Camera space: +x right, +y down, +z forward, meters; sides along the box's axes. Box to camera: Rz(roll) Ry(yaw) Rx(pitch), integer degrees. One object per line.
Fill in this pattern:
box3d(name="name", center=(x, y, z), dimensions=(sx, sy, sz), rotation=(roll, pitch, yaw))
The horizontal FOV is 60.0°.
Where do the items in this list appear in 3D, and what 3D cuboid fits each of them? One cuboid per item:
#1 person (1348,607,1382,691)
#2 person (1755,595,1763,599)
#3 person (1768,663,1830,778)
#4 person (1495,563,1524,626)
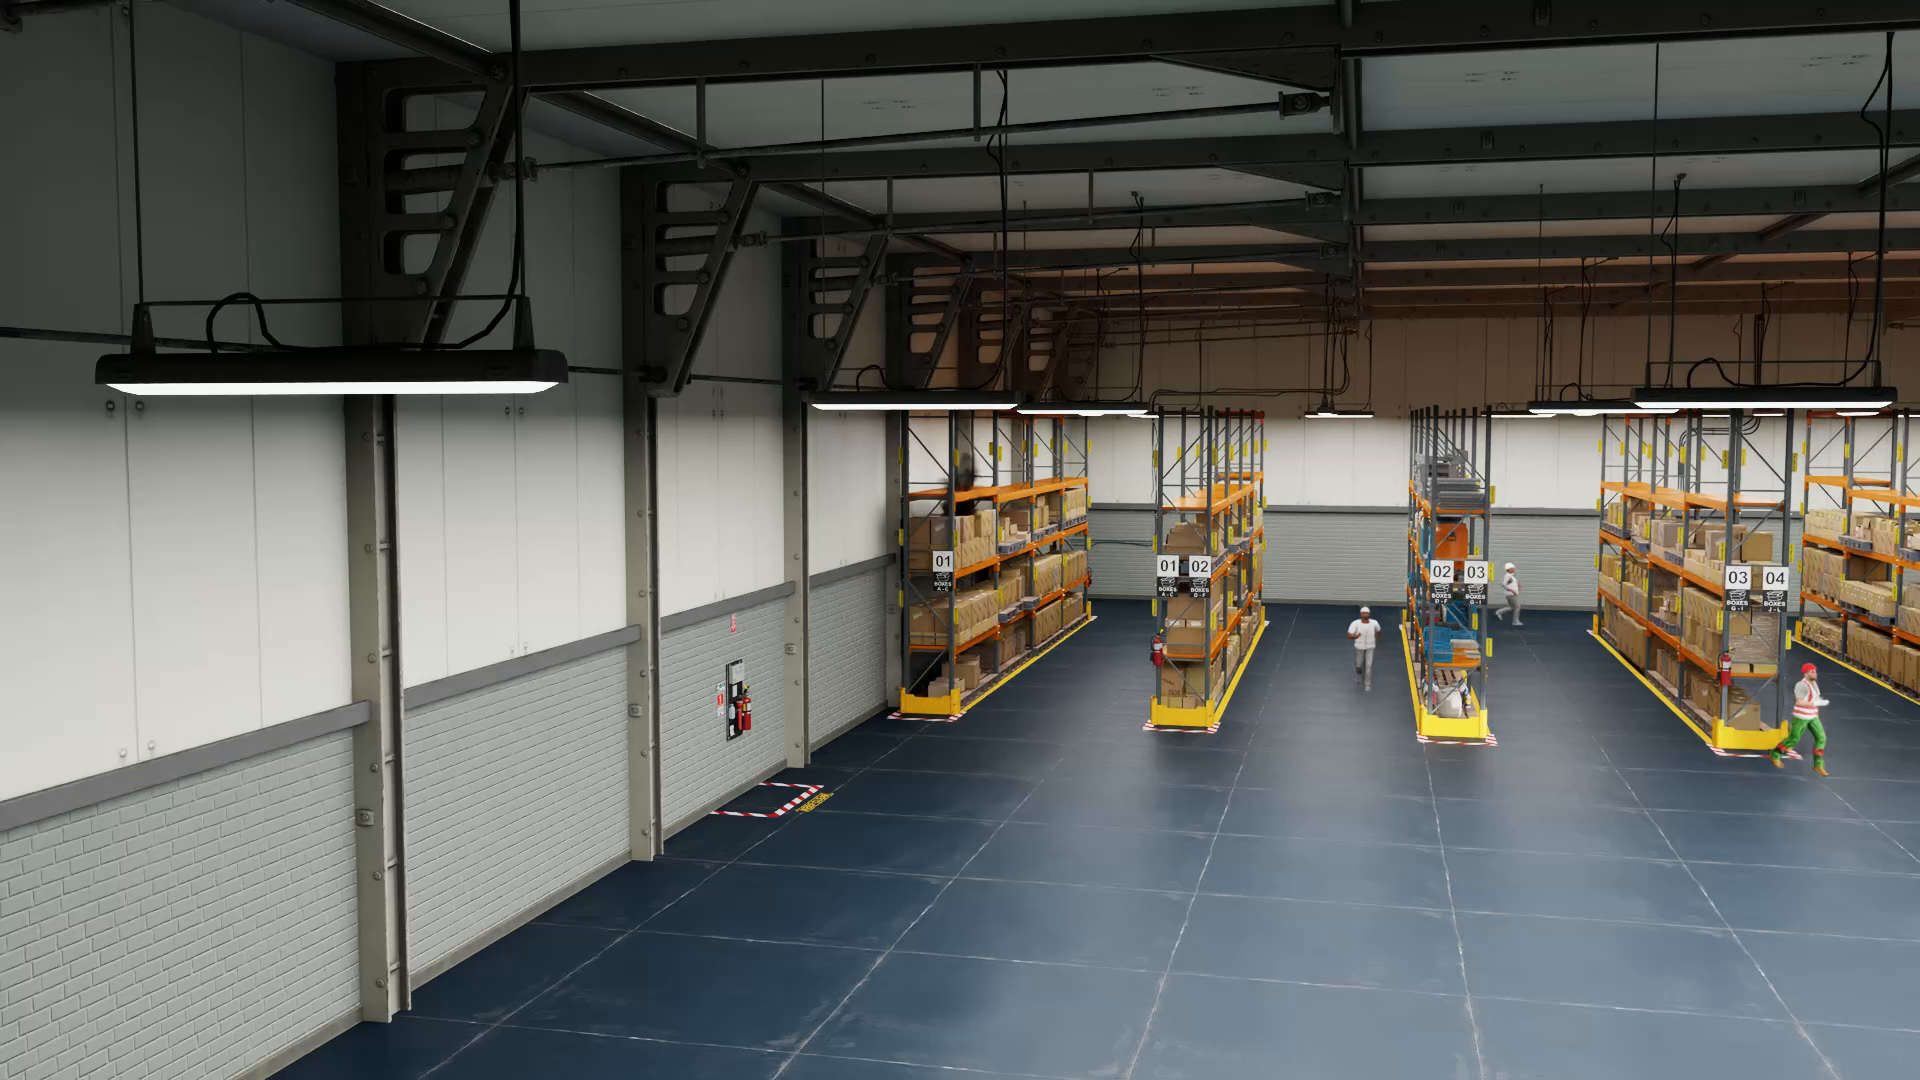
box3d(name="person", center=(8.614, 2.290, 35.382), dimensions=(0.712, 1.744, 0.961), rotation=(1, 4, 11))
box3d(name="person", center=(20.545, 1.836, 43.264), dimensions=(0.824, 1.534, 0.607), rotation=(-4, 6, -43))
box3d(name="person", center=(13.658, 2.895, 26.961), dimensions=(0.675, 1.832, 0.932), rotation=(-3, 5, -33))
box3d(name="person", center=(15.395, 1.519, 46.549), dimensions=(0.794, 1.738, 0.668), rotation=(2, 5, 25))
